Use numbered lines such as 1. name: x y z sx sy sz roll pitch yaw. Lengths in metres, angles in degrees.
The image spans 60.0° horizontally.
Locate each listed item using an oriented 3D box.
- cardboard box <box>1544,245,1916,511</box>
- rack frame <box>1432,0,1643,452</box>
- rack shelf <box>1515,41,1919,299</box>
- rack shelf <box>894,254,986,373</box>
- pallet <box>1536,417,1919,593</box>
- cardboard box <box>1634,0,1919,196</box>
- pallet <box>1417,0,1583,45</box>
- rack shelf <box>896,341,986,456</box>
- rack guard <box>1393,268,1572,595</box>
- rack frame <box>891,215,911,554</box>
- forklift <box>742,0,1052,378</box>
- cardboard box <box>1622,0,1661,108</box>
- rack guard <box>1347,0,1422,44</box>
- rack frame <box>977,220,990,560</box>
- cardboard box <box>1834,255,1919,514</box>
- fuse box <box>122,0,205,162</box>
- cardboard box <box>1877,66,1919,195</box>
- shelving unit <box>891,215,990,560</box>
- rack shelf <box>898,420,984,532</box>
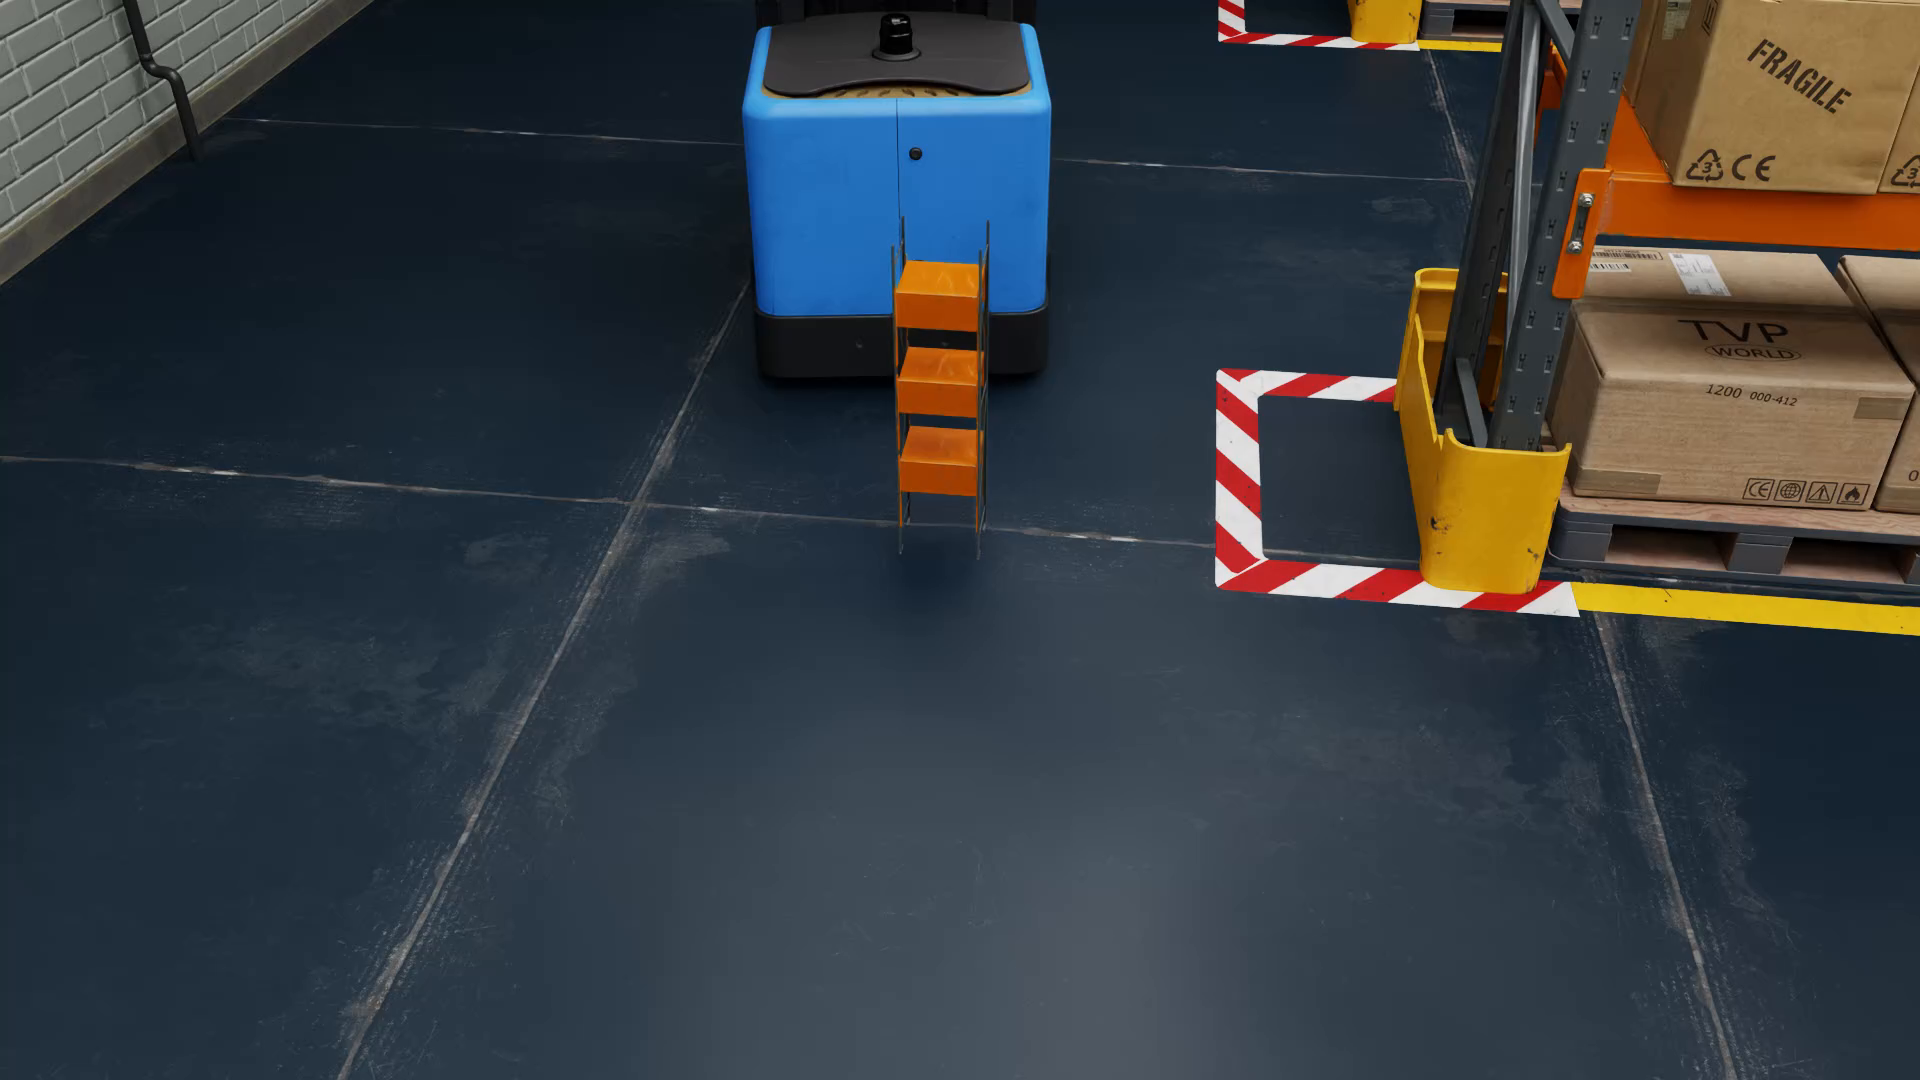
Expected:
1. cardboard box: 2.343 -0.535 5.262 0.875 0.438 0.875 3 36 4
2. rack frame: 1.675 -1.399 4.628 0.127 3.000 1.000 4 36 6
3. rack shelf: 3.659 -0.958 4.629 4.000 0.370 1.077 4 36 6
4. rack shelf: -0.053 -0.654 4.792 0.240 0.259 0.215 4 36 6
5. pallet: 2.478 -0.250 5.418 1.213 0.211 1.003 4 36 6
6. cardboard box: 2.115 -1.238 4.317 0.500 0.500 0.500 4 36 6
7. pallet: 3.170 -3.060 9.356 1.213 0.211 1.003 4 36 6
8. rack shelf: -0.053 -0.423 4.957 0.240 0.259 0.215 4 36 6
9. rack guard: 1.651 -0.383 5.356 0.348 0.500 1.175 4 36 6
10. rack frame: -0.174 -0.440 4.963 0.008 1.050 0.200 4 36 6
11. forklift: -0.257 -2.600 6.370 1.130 2.935 3.031 -1 36 -2
12. cardboard box: 2.187 -1.556 4.762 0.500 0.500 0.500 4 36 6
13. rack guard: 2.379 -3.236 9.354 0.348 0.500 1.175 4 36 6
14. rack frame: 0.068 -0.422 4.938 0.008 1.050 0.200 4 36 6
15. cardboard box: 3.251 -0.473 5.174 0.875 0.438 0.875 5 36 7
16. fuse box: -3.508 -2.478 7.248 0.414 1.711 0.539 4 36 6
17. cardboard box: 2.620 -1.217 4.287 0.500 0.500 0.500 4 36 5
18. shelving unit: -0.053 -0.431 4.951 0.252 1.050 0.215 4 36 6
19. rack shelf: -0.053 -0.196 5.118 0.240 0.259 0.215 4 36 6
